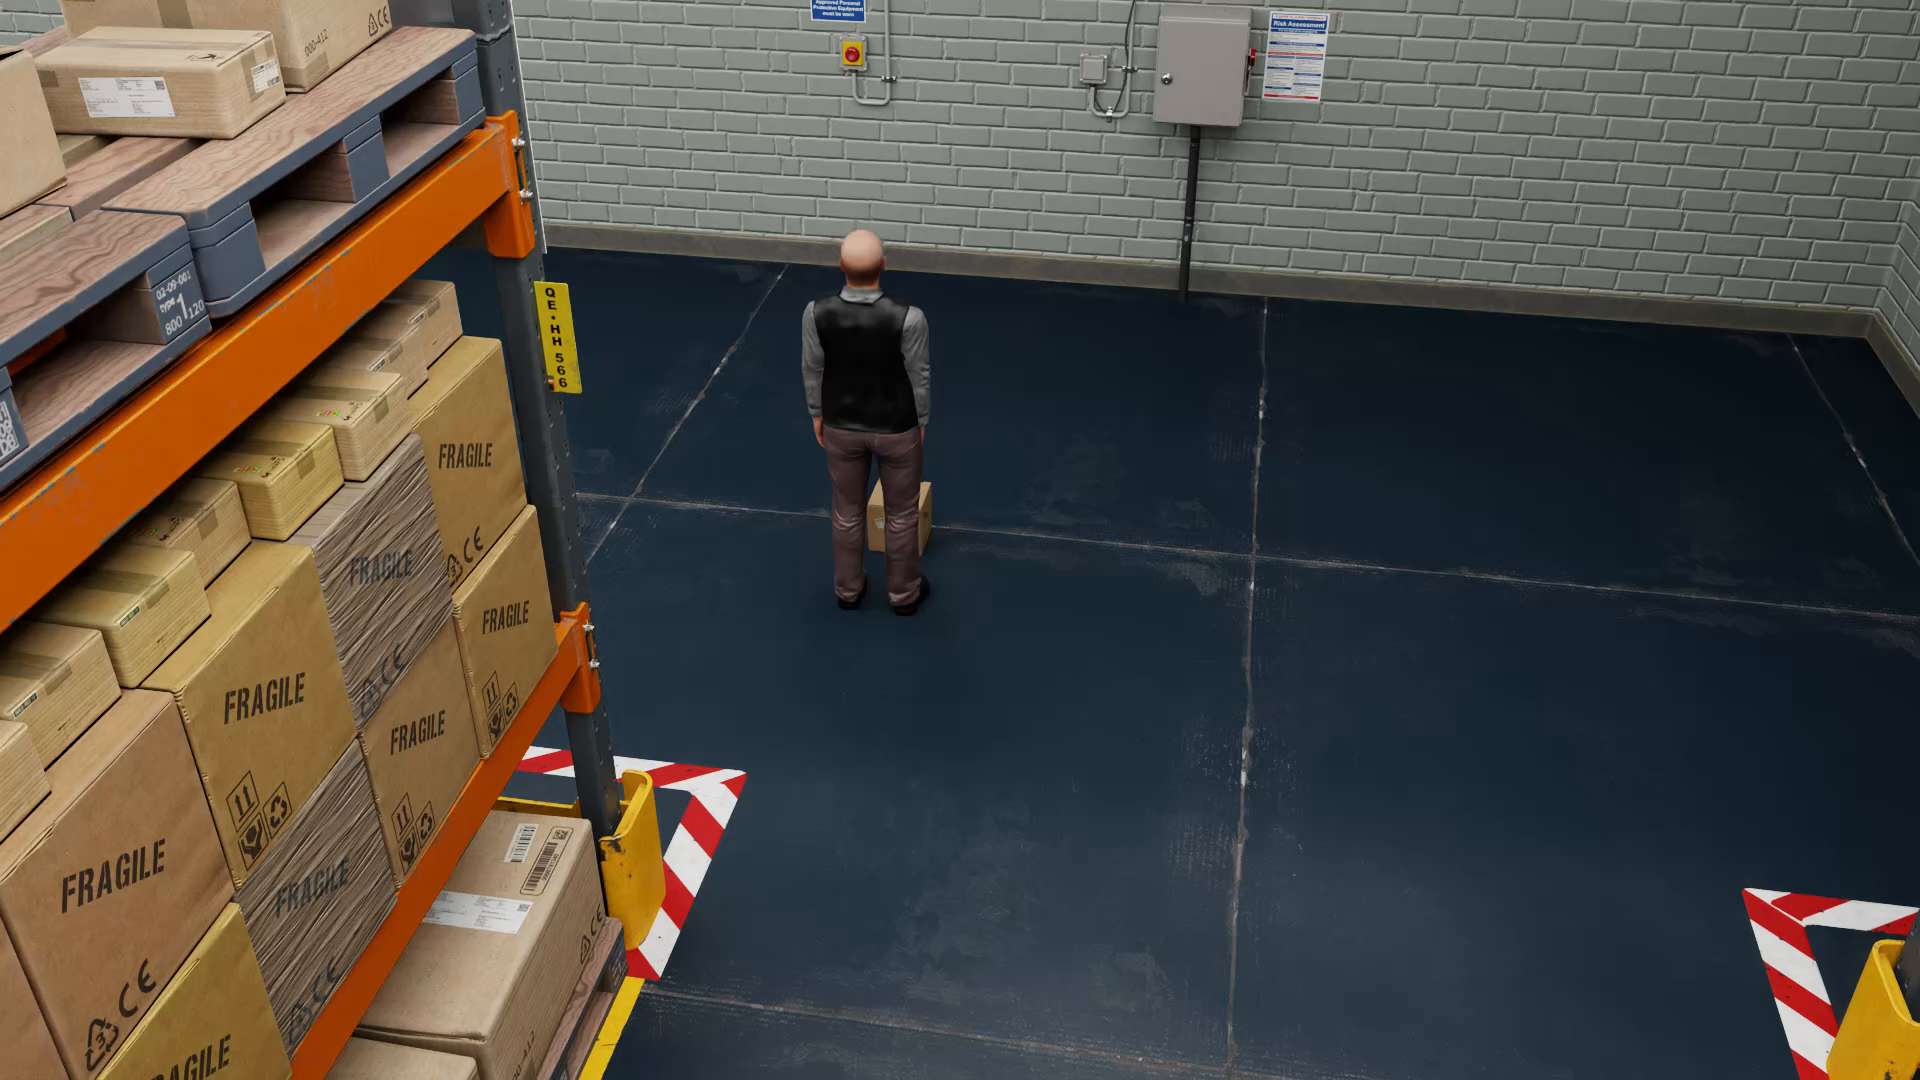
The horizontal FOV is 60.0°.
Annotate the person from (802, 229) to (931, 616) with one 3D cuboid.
[{"bbox_3d":[-0.375,-0.479,6.921,0.535,1.725,0.355,6,33,10],"label":"person"}]
